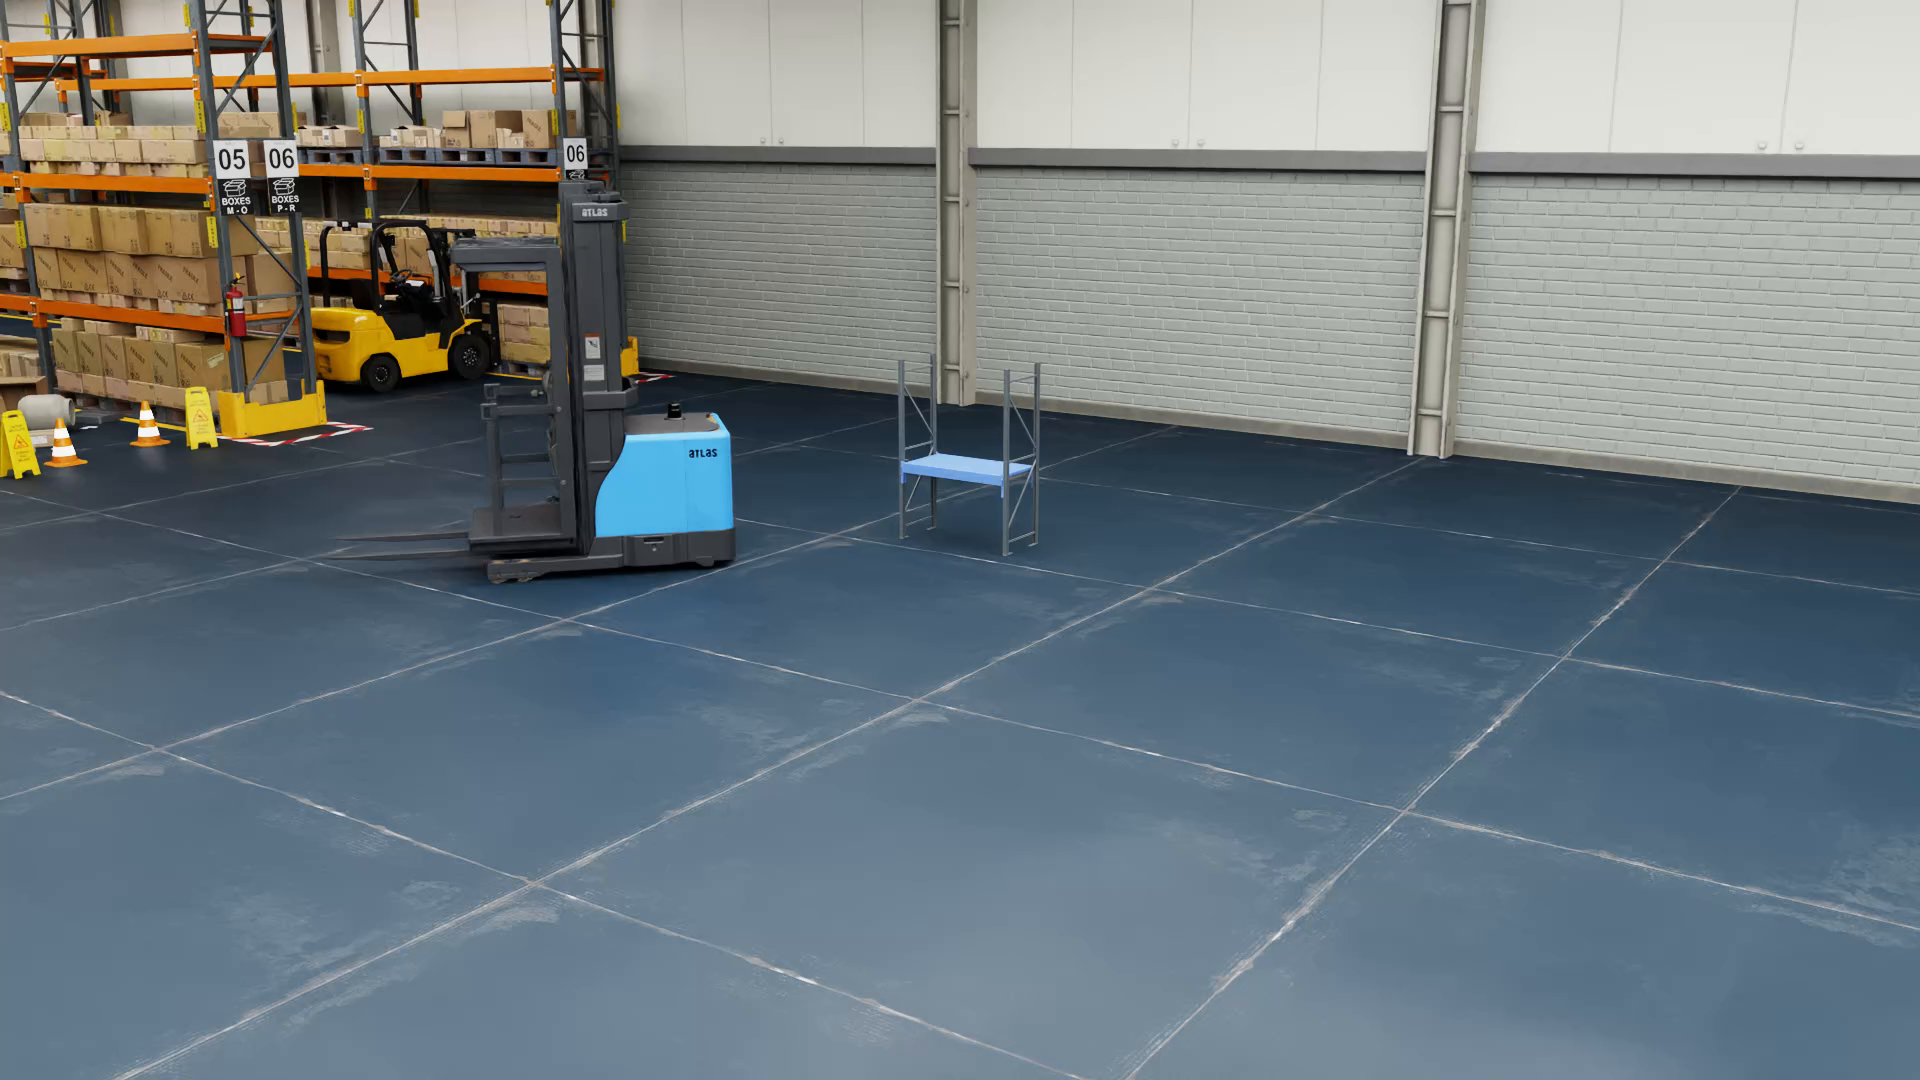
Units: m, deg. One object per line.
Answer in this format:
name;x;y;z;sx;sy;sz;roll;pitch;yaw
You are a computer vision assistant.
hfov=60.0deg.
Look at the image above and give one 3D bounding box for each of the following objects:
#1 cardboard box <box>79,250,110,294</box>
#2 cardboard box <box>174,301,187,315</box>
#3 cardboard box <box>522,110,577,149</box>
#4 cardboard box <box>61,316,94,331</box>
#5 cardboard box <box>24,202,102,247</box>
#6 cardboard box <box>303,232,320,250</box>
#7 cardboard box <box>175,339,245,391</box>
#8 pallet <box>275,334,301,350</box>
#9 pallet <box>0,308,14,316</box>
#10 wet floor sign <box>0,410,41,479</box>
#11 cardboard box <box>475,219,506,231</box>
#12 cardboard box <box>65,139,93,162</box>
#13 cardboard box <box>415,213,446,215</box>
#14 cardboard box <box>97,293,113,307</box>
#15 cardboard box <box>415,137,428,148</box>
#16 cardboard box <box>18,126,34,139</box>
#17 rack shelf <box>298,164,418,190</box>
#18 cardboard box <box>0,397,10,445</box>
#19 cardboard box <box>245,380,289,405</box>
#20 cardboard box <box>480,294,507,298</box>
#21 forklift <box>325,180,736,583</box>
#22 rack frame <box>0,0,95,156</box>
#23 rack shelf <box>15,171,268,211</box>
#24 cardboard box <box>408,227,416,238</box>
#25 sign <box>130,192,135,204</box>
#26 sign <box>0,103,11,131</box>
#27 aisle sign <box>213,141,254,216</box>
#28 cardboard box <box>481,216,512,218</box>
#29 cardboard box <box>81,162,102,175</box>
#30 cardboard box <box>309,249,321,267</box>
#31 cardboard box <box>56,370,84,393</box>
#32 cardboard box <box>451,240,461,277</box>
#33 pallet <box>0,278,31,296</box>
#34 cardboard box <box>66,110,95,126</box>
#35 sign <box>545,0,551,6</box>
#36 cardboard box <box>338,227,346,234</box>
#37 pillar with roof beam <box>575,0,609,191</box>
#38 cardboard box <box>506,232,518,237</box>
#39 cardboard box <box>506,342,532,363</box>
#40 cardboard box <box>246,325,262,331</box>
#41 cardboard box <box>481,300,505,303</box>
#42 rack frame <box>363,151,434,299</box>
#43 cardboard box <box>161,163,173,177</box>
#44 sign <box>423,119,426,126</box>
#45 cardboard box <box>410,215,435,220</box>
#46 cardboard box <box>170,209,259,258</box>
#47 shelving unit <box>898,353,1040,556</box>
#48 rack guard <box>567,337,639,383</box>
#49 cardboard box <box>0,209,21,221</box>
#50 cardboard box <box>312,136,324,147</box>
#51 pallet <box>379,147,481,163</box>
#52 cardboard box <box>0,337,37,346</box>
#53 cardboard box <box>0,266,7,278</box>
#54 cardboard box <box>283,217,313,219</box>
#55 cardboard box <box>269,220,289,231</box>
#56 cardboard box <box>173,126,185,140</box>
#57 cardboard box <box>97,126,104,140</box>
cardboard box;-9.983;-3.184;19.615;0.500;0.500;0.500;9;17;32
cardboard box;-8.615;-2.638;18.759;0.250;0.149;0.380;9;16;32
cardboard box;-5.449;-5.460;22.103;0.500;0.500;0.500;10;17;35
cardboard box;-10.623;-2.624;20.120;0.250;0.149;0.380;9;17;34
cardboard box;-10.788;-3.814;20.080;0.500;0.500;0.700;9;17;32
cardboard box;-9.667;-4.550;25.234;0.500;0.250;0.500;10;17;34
cardboard box;-8.523;-1.990;18.908;0.500;0.500;0.500;9;17;33
pallet;-9.914;-3.129;26.024;1.213;0.211;1.003;9;17;33
pallet;-17.497;-4.367;31.025;1.213;0.211;1.003;9;17;33
wet floor sign;-9.263;-0.949;16.314;0.232;0.644;0.267;6;15;23
cardboard box;-6.475;-4.357;23.004;0.250;0.149;0.380;10;17;34
cardboard box;-9.978;-4.515;19.270;0.500;0.250;0.500;9;17;33
cardboard box;-7.831;-4.753;24.606;0.250;0.149;0.380;9;17;33
cardboard box;-9.893;-2.836;19.562;0.250;0.149;0.380;9;17;33
cardboard box;-7.424;-5.591;23.364;0.250;0.149;0.380;10;17;34
cardboard box;-10.953;-4.852;19.802;0.250;0.149;0.380;9;16;32
rack shelf;-9.924;-5.603;25.471;4.000;0.370;1.077;9;17;33
cardboard box;-10.583;-1.221;17.707;0.637;0.503;0.797;-1;14;-6
cardboard box;-8.228;-1.734;19.434;0.500;0.250;0.500;9;17;32
cardboard box;-6.907;-3.420;24.163;0.500;0.250;0.500;9;17;33
forklift;-3.325;-1.237;12.720;3.031;2.935;1.130;-3;14;-14
rack frame;-11.032;-6.150;19.940;0.127;3.000;1.000;9;17;33
rack shelf;-9.372;-4.077;19.304;4.000;0.370;1.077;9;17;33
cardboard box;-7.700;-4.433;23.929;0.250;0.149;0.380;9;17;33
sign;-14.596;-5.974;29.305;0.005;0.325;0.100;9;17;33
sign;-11.339;-5.025;19.742;0.005;0.325;0.100;9;17;33
aisle sign;-7.823;-3.897;17.915;0.004;0.787;0.394;9;17;33
cardboard box;-6.594;-4.535;23.724;0.250;0.149;0.380;10;17;34
cardboard box;-9.889;-4.291;19.195;0.250;0.149;0.380;9;16;32
cardboard box;-9.644;-4.310;25.303;0.500;0.250;0.500;9;17;33
cardboard box;-10.693;-1.974;20.404;0.500;0.250;0.500;8;16;30
cardboard box;-6.775;-3.959;23.367;0.500;0.500;0.500;9;17;33
pallet;-11.585;-3.276;21.216;1.213;0.211;1.003;9;17;33
cardboard box;-14.848;-7.123;28.073;0.258;0.266;0.396;9;17;32
sign;-5.260;-6.989;21.222;0.005;0.325;0.100;9;17;33
cardboard box;-9.070;-4.667;24.878;0.250;0.149;0.380;9;17;33
pillar with roof beam;-7.423;-6.019;19.409;0.400;9.000;9.100;9;17;33
cardboard box;-5.999;-4.157;22.814;0.250;0.149;0.380;9;17;32
cardboard box;-5.919;-2.630;23.051;0.500;0.250;0.500;9;17;33
cardboard box;-11.074;-3.729;26.714;0.625;0.625;0.875;10;17;35
cardboard box;-6.769;-3.248;23.470;0.500;0.250;0.500;9;16;32
rack frame;-8.265;-4.228;24.661;0.127;3.000;1.000;9;17;33
cardboard box;-8.591;-4.097;18.412;0.250;0.149;0.380;10;17;34
sign;-7.956;-6.085;24.677;0.005;0.325;0.100;9;17;33
cardboard box;-7.682;-4.585;23.924;0.250;0.149;0.380;9;16;32
cardboard box;-8.259;-3.405;18.427;0.500;0.500;0.700;9;16;31
shelving unit;0.071;-0.717;13.597;1.048;1.500;0.538;9;17;33
rack guard;-4.926;-2.475;22.782;0.348;0.500;1.175;9;17;33
cardboard box;-12.184;-4.208;21.530;0.250;0.149;0.380;10;17;36
cardboard box;-9.347;-5.902;24.620;0.250;0.149;0.380;9;17;33
pallet;-7.543;-5.532;23.870;1.213;0.211;1.003;9;17;33
cardboard box;-12.645;-2.425;21.971;0.625;0.372;0.950;10;17;35
cardboard box;-11.822;-3.373;20.854;0.250;0.149;0.380;9;16;31
cardboard box;-10.498;-5.046;26.407;0.250;0.149;0.380;9;16;32
cardboard box;-10.407;-4.856;25.638;0.250;0.149;0.380;10;17;34
cardboard box;-8.351;-4.451;18.184;0.250;0.149;0.380;10;17;34
cardboard box;-9.617;-4.660;19.026;0.250;0.149;0.380;10;17;34
